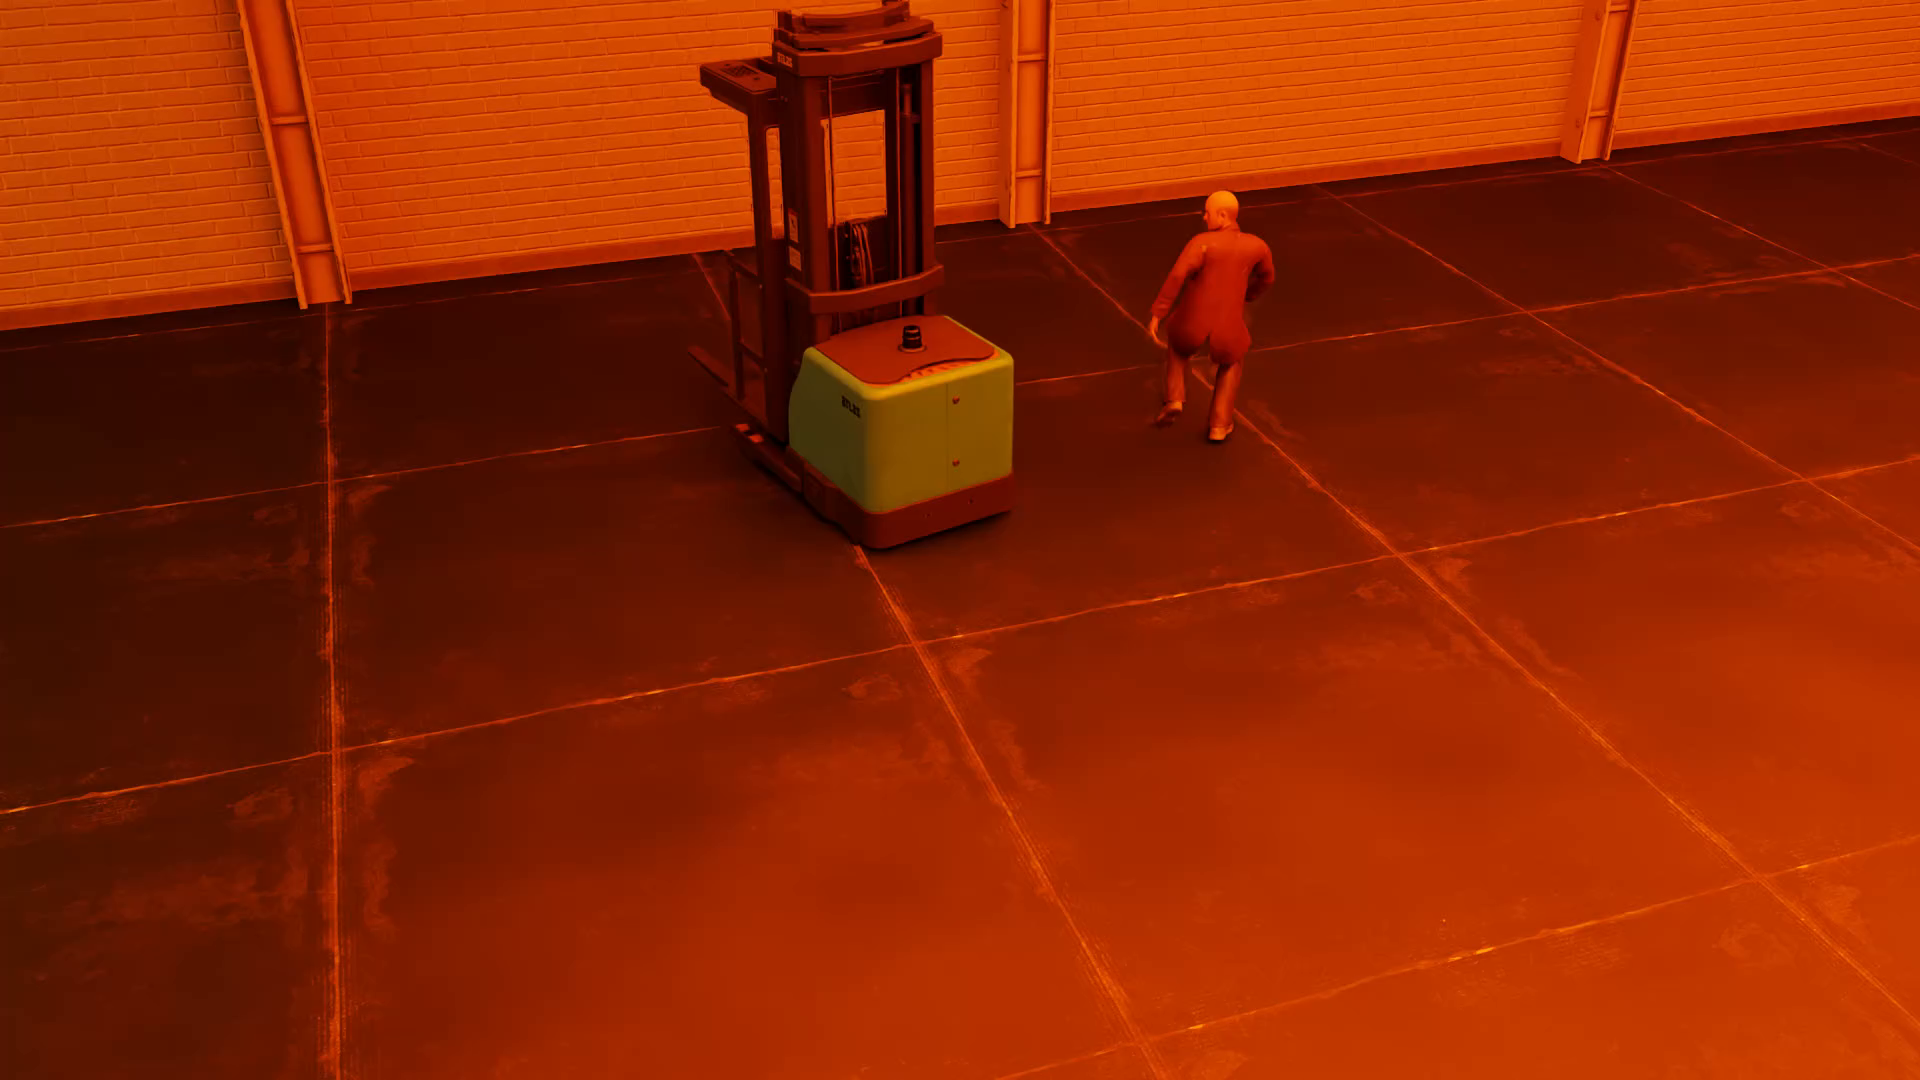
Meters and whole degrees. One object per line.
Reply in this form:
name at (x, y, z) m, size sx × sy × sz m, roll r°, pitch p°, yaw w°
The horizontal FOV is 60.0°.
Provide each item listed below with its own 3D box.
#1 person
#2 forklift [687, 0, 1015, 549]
person at (1.632, -1.466, 10.896) m, size 0.823 × 1.690 × 0.696 m, roll 2°, pitch 30°, yaw 3°
forklift at (-0.878, -1.913, 10.411) m, size 1.130 × 2.935 × 3.031 m, roll -18°, pitch 34°, yaw -28°
